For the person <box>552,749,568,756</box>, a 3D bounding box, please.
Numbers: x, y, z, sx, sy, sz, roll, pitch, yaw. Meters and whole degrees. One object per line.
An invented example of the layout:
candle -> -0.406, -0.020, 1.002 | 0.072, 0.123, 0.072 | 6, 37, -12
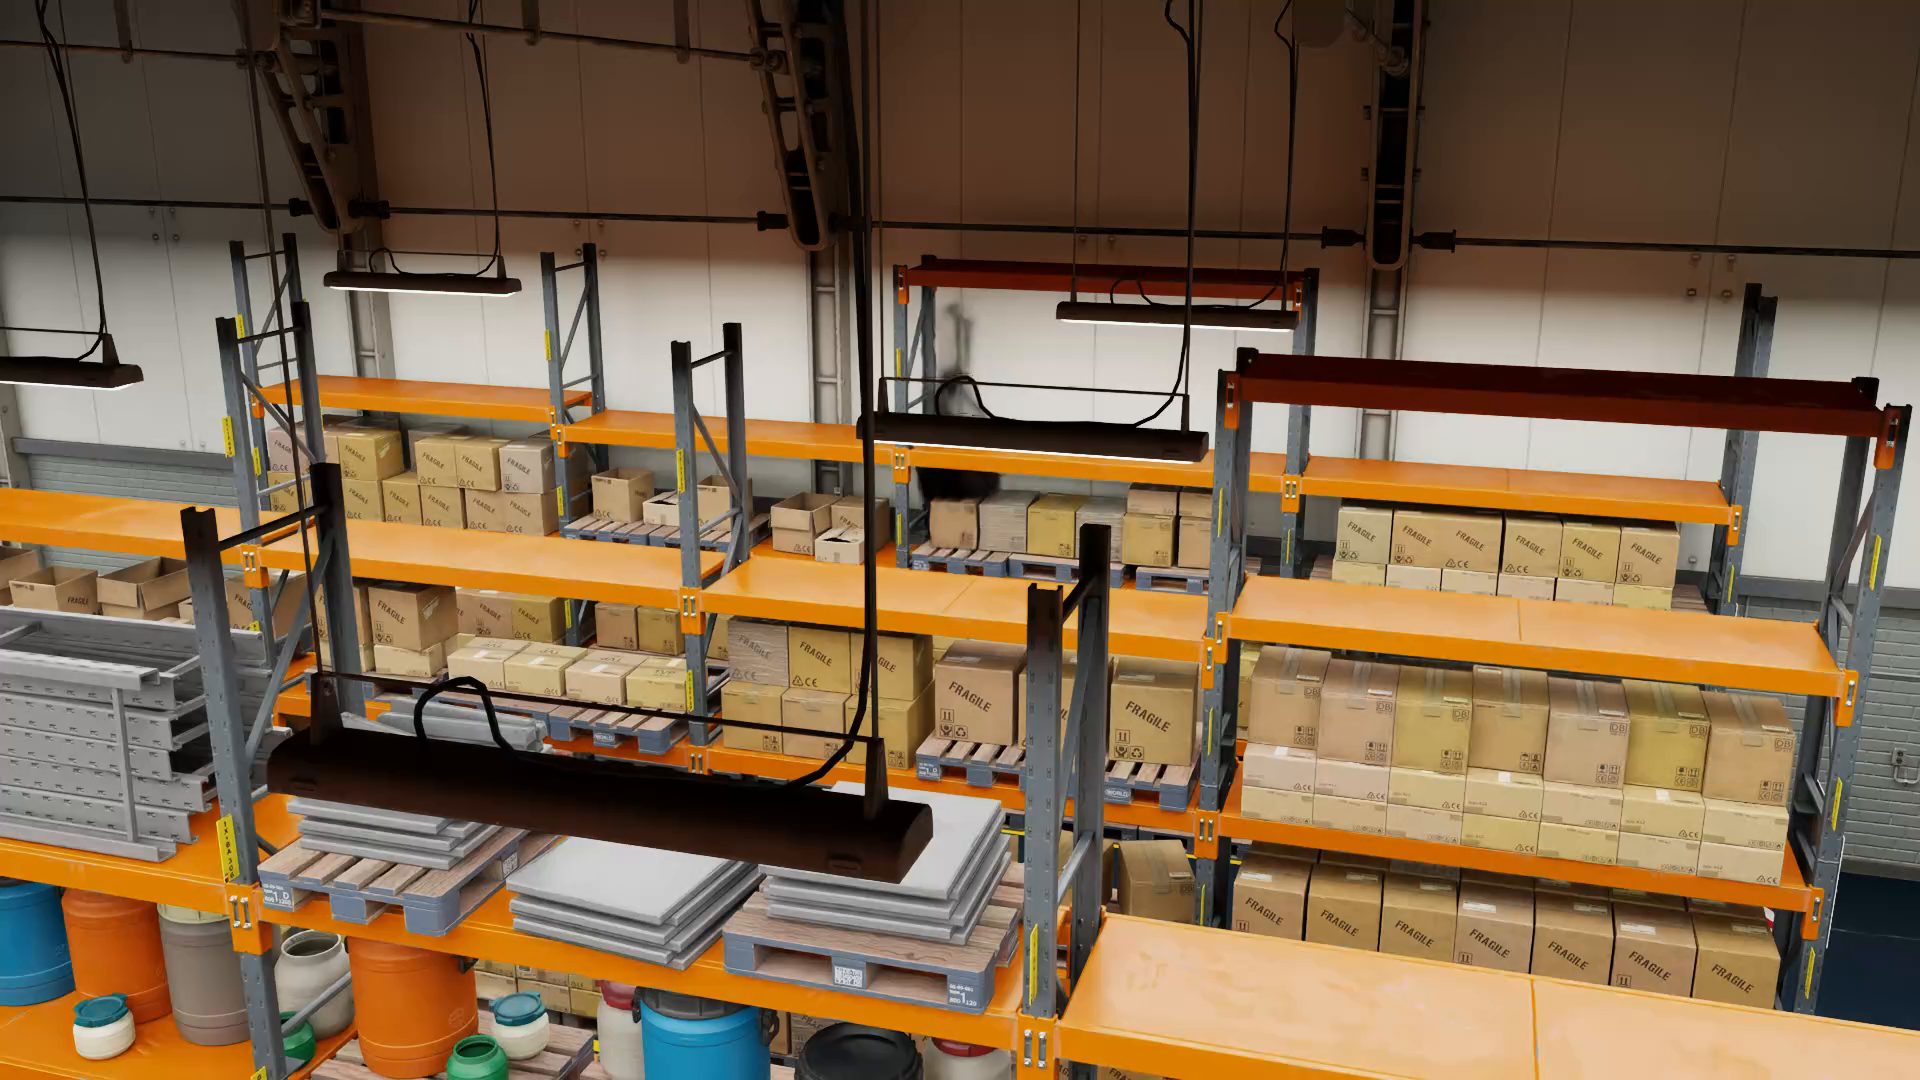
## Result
person -> -4.135, 2.658, 16.379 | 0.953, 1.763, 0.646 | 3, 16, 9
